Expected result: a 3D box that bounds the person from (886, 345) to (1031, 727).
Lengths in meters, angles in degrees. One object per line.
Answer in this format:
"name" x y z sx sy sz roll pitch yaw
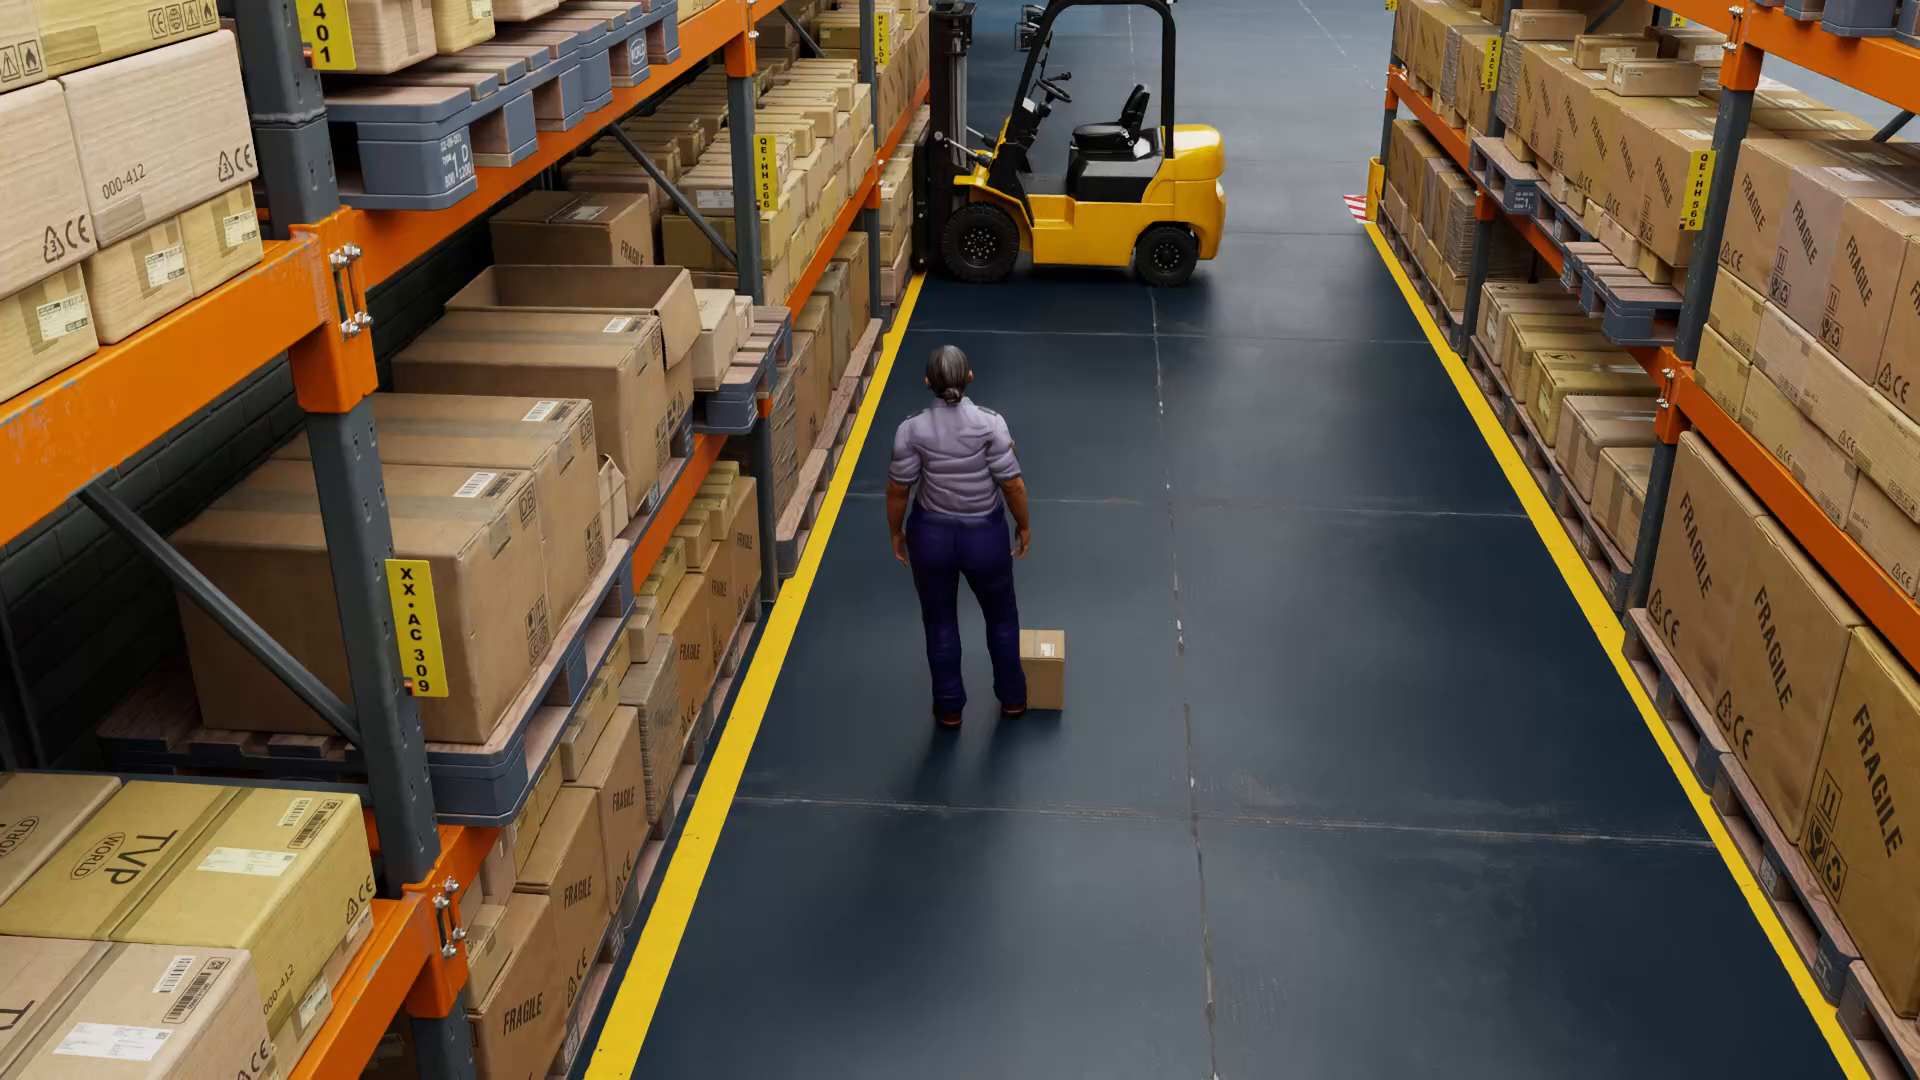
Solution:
"person" 0.019 -0.027 6.658 0.598 1.651 0.502 2 25 4
